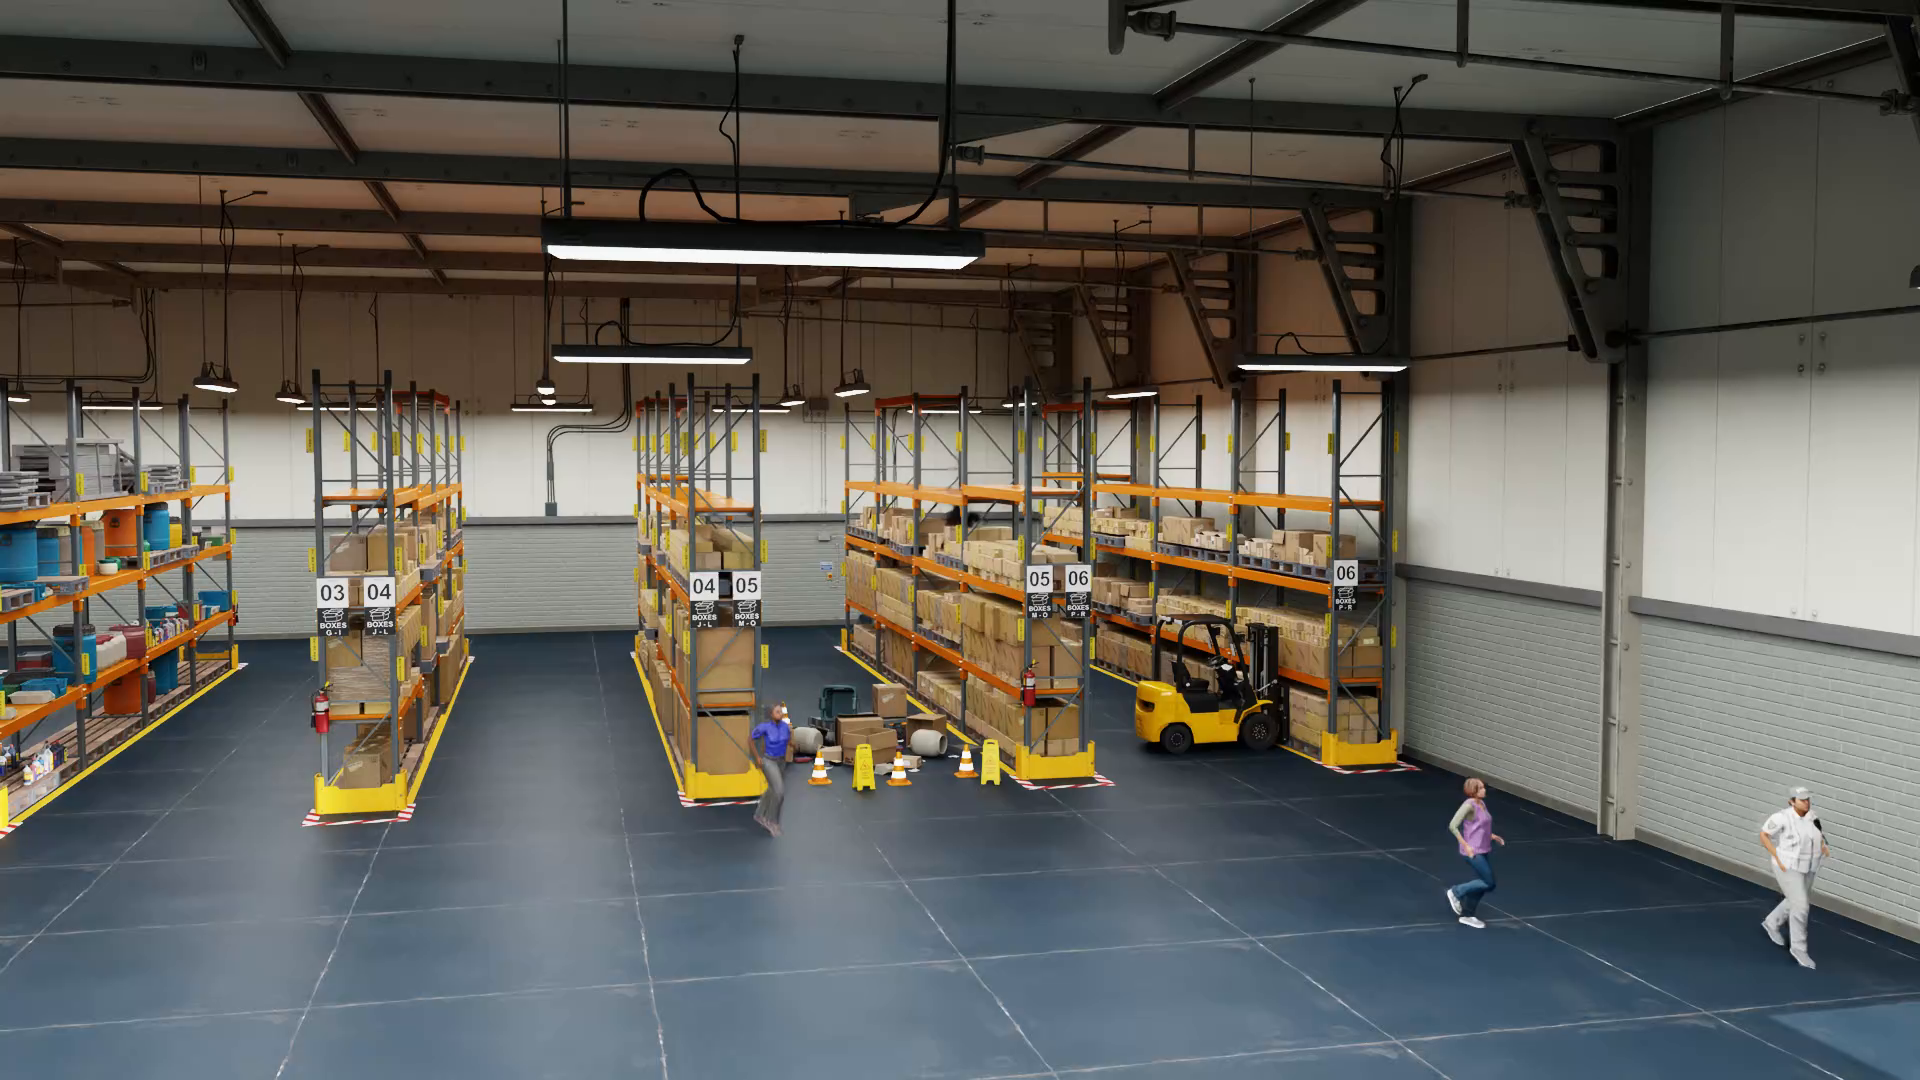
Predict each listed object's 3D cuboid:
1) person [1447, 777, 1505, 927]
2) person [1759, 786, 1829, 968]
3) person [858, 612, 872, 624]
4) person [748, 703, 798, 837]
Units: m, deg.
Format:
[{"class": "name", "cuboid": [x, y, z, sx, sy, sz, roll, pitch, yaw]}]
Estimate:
[{"class": "person", "cuboid": [5.351, 3.247, 17.228, 0.539, 1.538, 0.542, 3, 4, 38]}, {"class": "person", "cuboid": [8.141, 3.232, 16.247, 0.595, 1.709, 0.789, -1, 3, -18]}, {"class": "person", "cuboid": [-2.332, 1.754, 41.832, 0.637, 1.723, 0.804, 1, 3, 16]}, {"class": "person", "cuboid": [-2.398, 2.945, 21.462, 0.758, 1.707, 0.568, 3, 4, 39]}]
